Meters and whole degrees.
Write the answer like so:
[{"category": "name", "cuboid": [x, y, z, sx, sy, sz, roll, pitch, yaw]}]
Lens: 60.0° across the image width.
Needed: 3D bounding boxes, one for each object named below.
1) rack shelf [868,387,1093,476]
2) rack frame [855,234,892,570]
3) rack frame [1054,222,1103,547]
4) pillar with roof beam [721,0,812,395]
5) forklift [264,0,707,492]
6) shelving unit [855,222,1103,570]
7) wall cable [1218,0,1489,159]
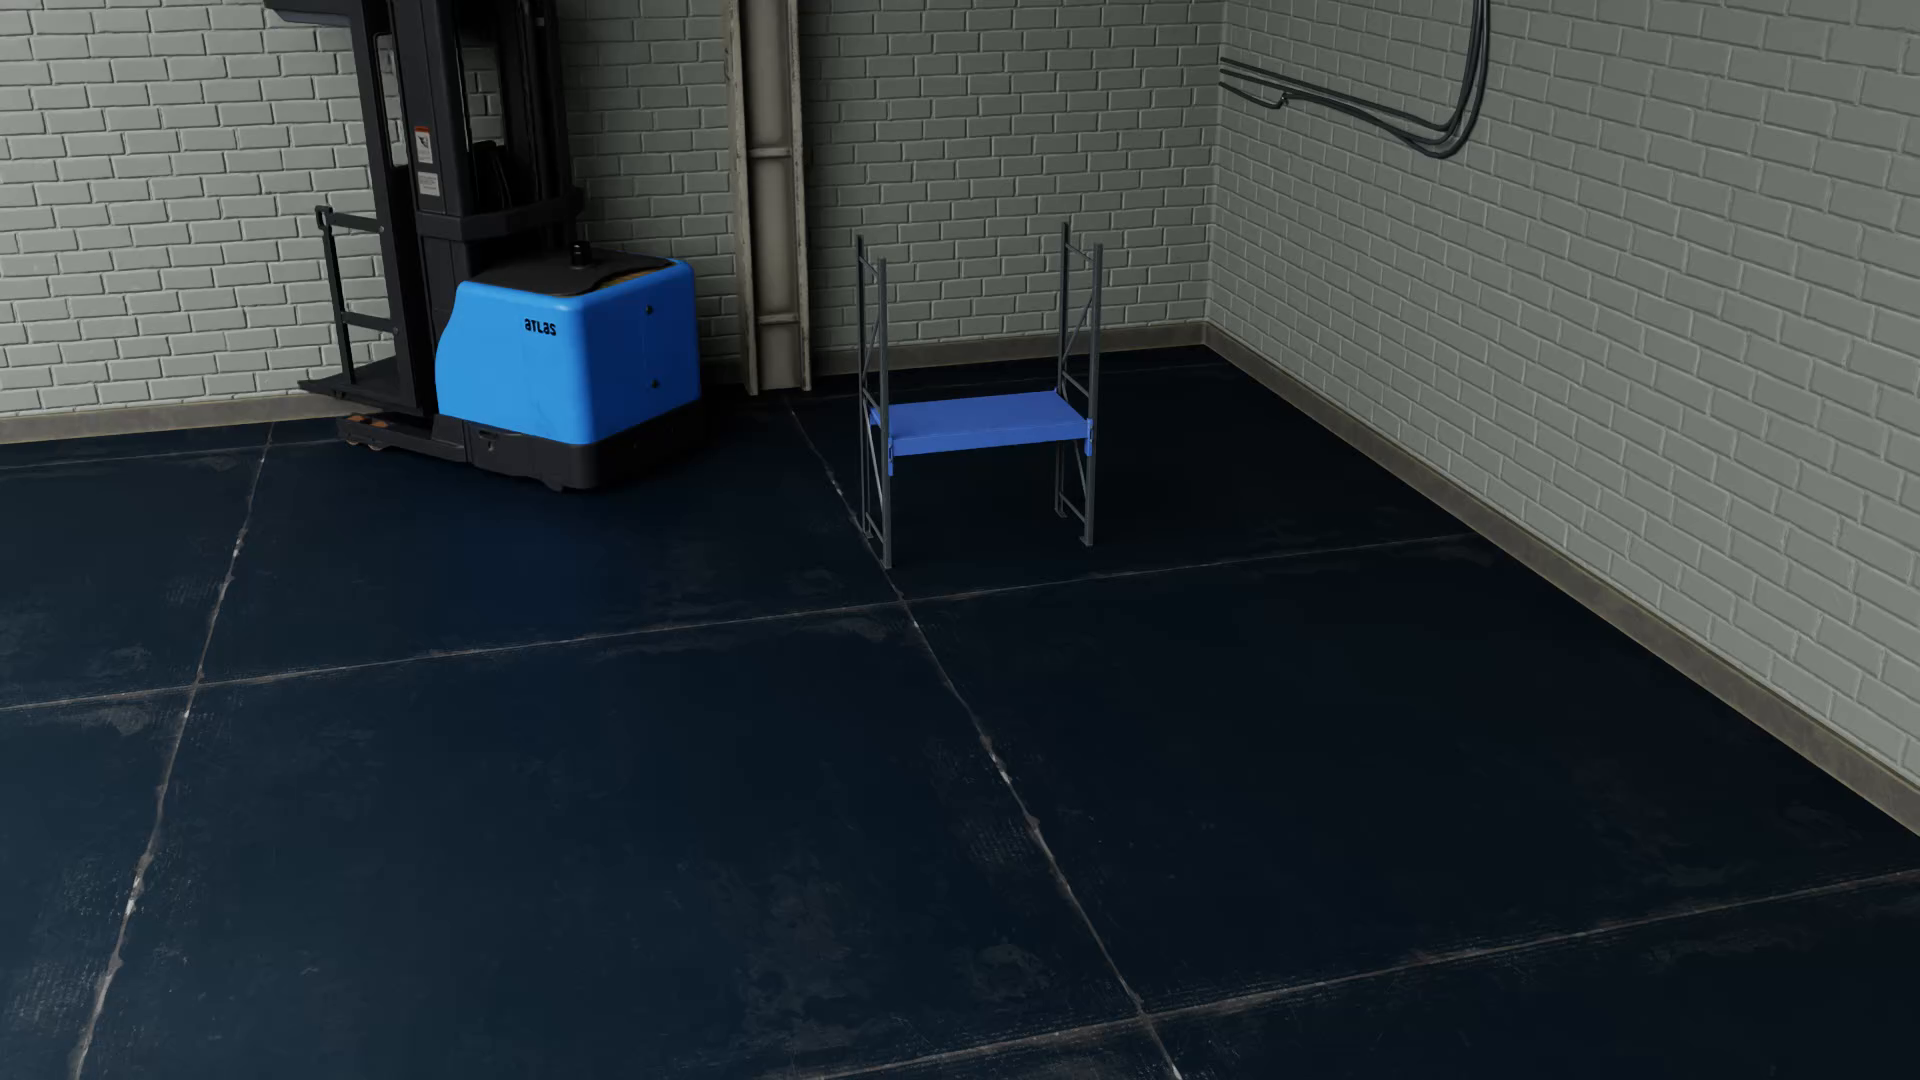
[{"category": "rack shelf", "cuboid": [0.082, -0.533, 8.046, 1.000, 0.185, 0.538, -6, 24, -14]}, {"category": "rack frame", "cuboid": [-0.407, -0.644, 7.849, 0.032, 1.500, 0.500, -6, 24, -14]}, {"category": "rack frame", "cuboid": [0.572, -0.752, 8.102, 0.032, 1.500, 0.500, -6, 24, -14]}, {"category": "pillar with roof beam", "cuboid": [0.003, -3.480, 4.948, 0.400, 9.000, 9.100, -6, 24, -14]}, {"category": "forklift", "cuboid": [-2.964, -2.015, 9.228, 3.031, 2.935, 1.130, 13, 27, 28]}, {"category": "shelving unit", "cuboid": [0.082, -0.698, 7.975, 1.048, 1.500, 0.538, -6, 24, -14]}, {"category": "wall cable", "cuboid": [2.034, -3.499, 8.930, 0.112, 2.526, 3.097, -6, 24, -14]}]
